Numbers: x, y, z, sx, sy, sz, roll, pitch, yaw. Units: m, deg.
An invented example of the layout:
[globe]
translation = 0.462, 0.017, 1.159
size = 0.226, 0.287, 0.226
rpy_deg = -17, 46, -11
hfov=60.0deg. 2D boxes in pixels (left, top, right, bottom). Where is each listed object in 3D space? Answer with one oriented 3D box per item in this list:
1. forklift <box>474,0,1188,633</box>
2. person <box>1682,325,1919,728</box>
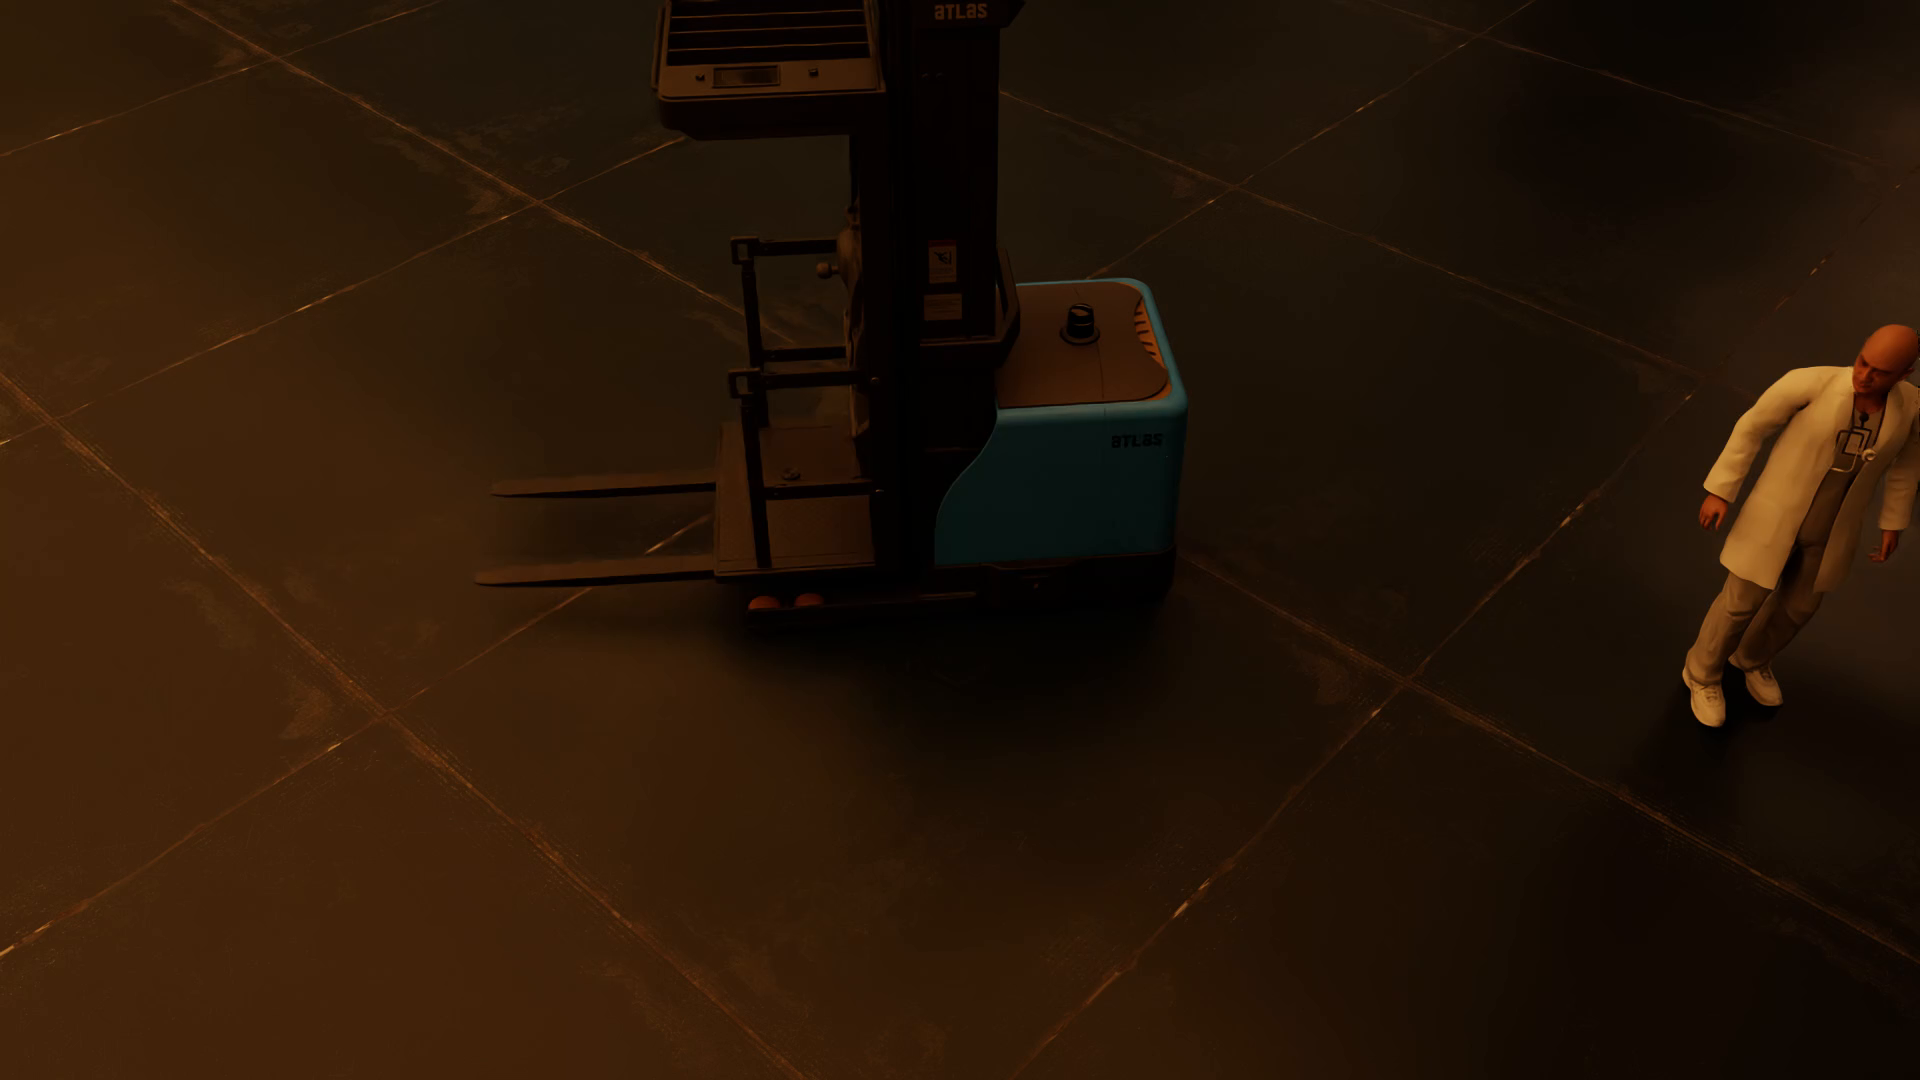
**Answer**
[forklift]
translation = -0.608, -1.070, 6.675
size = 3.031, 2.935, 1.130
rpy_deg = -4, 41, -4
[person]
translation = 3.243, -0.042, 6.367
size = 0.755, 1.773, 0.513
rpy_deg = 4, 41, 5
